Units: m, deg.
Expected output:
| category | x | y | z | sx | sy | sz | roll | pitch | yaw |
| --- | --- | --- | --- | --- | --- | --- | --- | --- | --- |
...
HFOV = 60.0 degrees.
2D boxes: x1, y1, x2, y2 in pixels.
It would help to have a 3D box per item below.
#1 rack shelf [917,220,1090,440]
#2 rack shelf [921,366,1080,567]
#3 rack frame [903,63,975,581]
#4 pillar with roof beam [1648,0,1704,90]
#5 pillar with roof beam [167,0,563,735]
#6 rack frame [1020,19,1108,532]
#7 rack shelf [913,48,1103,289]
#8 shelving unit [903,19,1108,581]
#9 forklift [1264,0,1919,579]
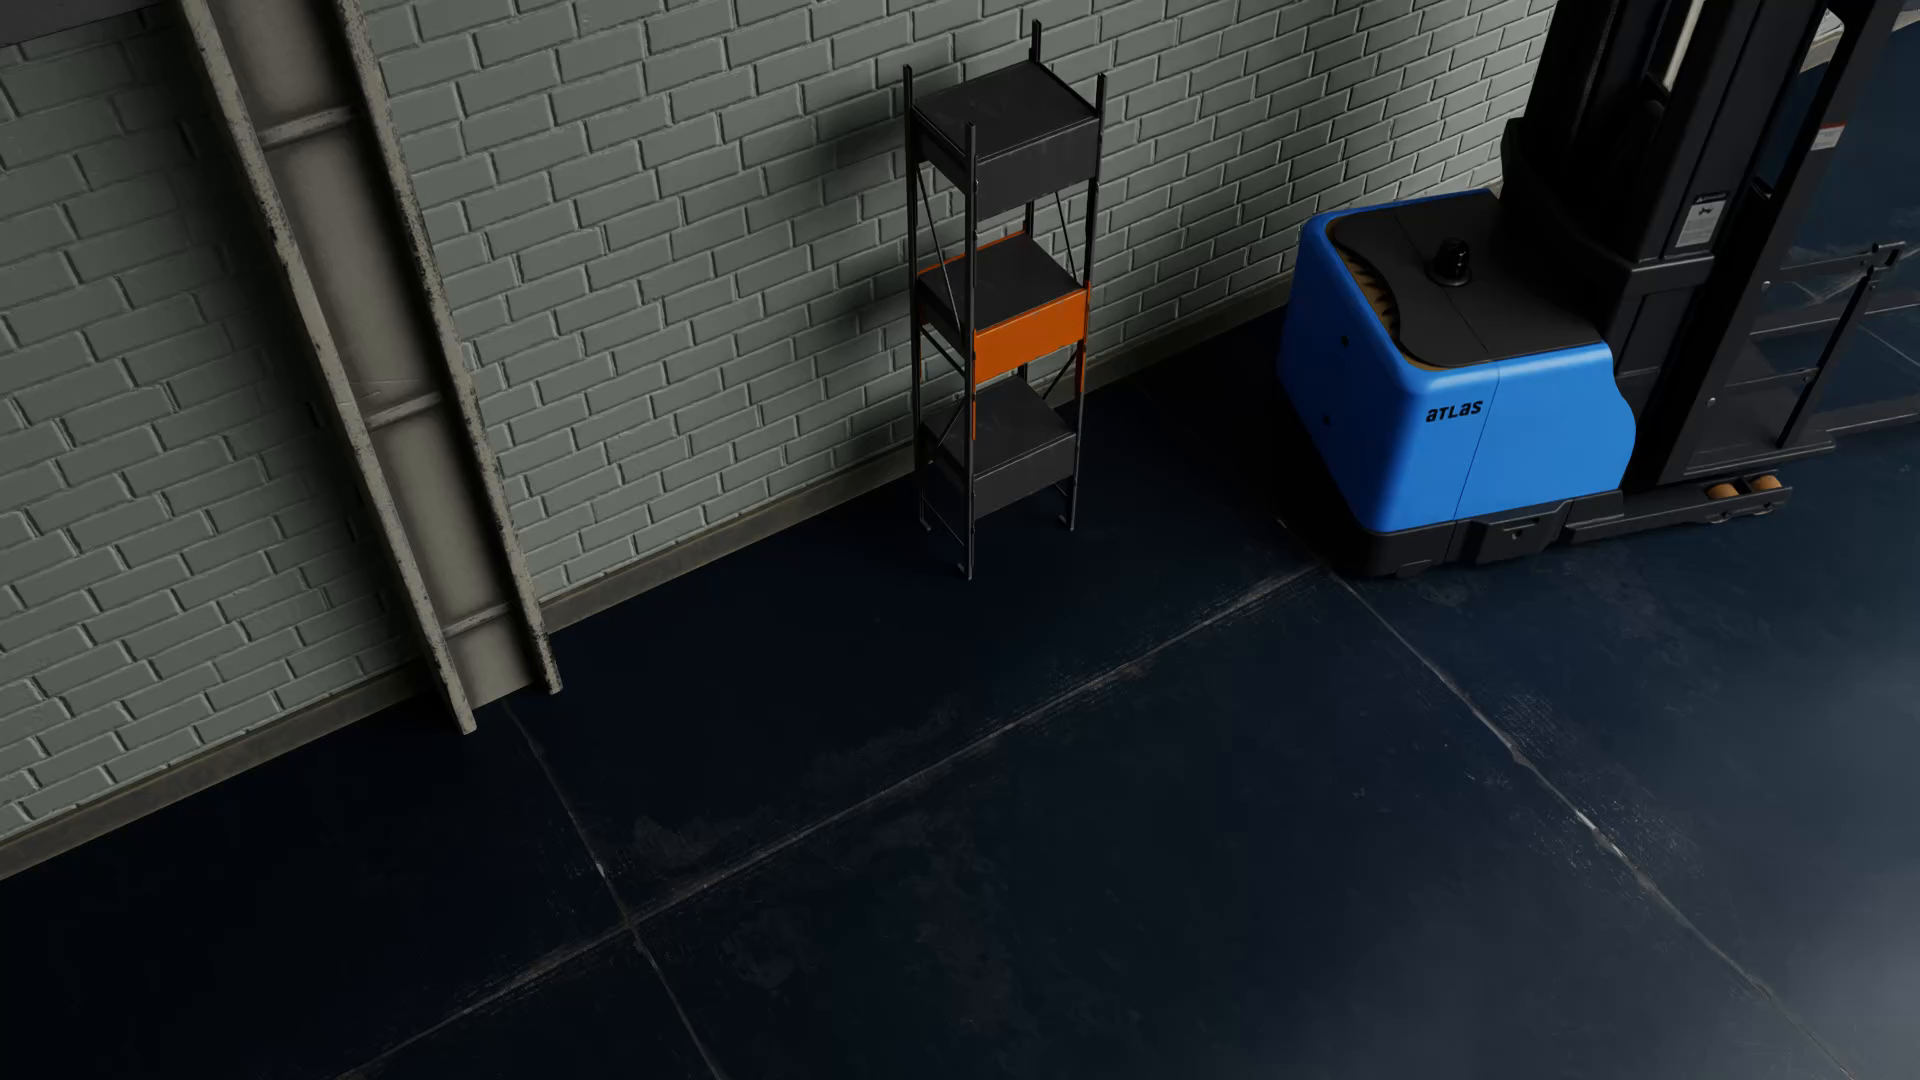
| category | x | y | z | sx | sy | sz | roll | pitch | yaw |
| --- | --- | --- | --- | --- | --- | --- | --- | --- | --- |
| rack shelf | 0.140 | -0.755 | 5.980 | 0.480 | 0.518 | 0.431 | -25 | 53 | -21 |
| rack shelf | 0.140 | -0.290 | 6.503 | 0.480 | 0.518 | 0.431 | -25 | 53 | -21 |
| rack frame | -0.066 | -0.667 | 5.883 | 0.015 | 2.100 | 0.400 | -25 | 53 | -21 |
| pillar with roof beam | 5.644 | -2.128 | 2.564 | 0.400 | 9.000 | 9.100 | -25 | 53 | -21 |
| pillar with roof beam | 0.570 | 0.263 | 0.435 | 0.400 | 9.000 | 9.100 | -25 | 53 | -21 |
| rack frame | 0.346 | -0.862 | 6.057 | 0.015 | 2.100 | 0.400 | -25 | 53 | -21 |
| rack shelf | 0.140 | -1.221 | 5.457 | 0.480 | 0.518 | 0.431 | -25 | 53 | -21 |
| shelving unit | 0.140 | -0.764 | 5.970 | 0.503 | 2.100 | 0.431 | -25 | 53 | -21 |
| forklift | 2.870 | -1.417 | 5.995 | 3.031 | 2.935 | 1.130 | -10 | 49 | -9 |
